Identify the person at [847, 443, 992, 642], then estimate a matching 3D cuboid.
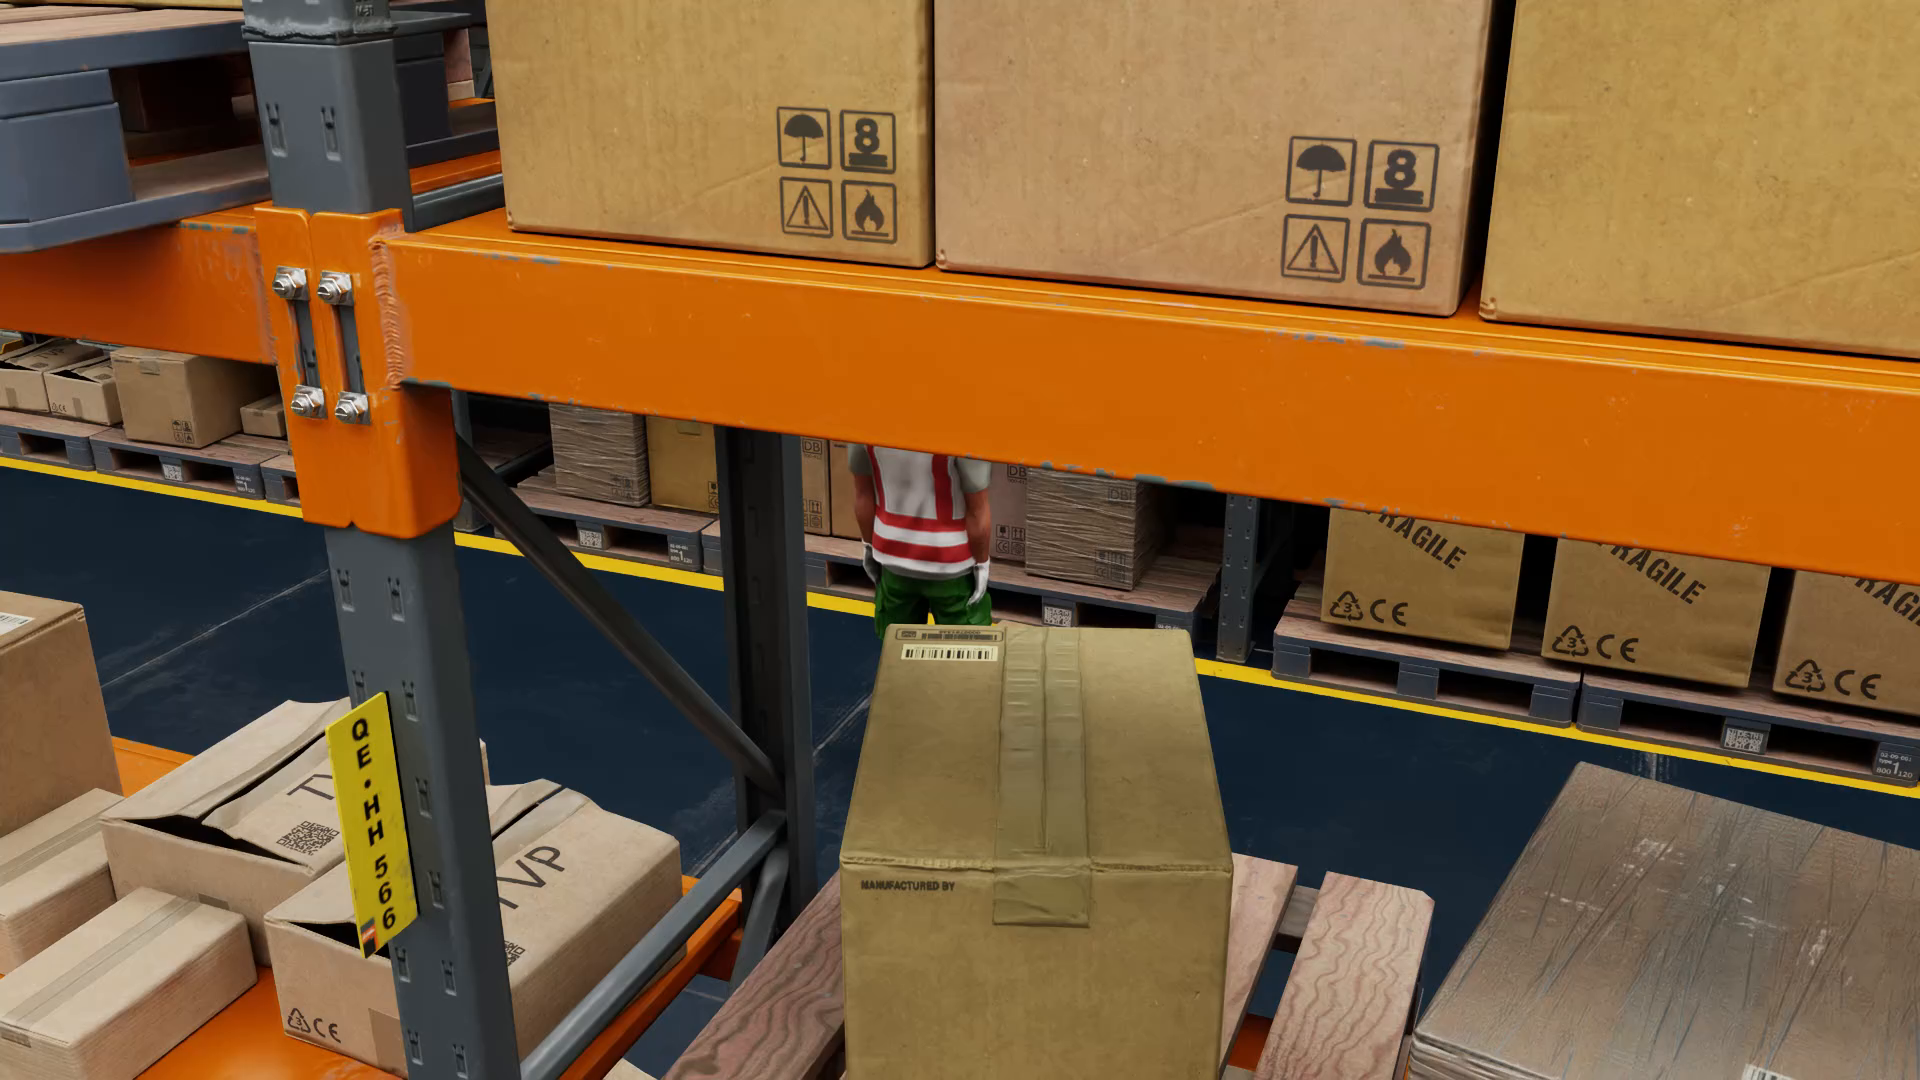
[{"bbox_3d":[-0.122,0.077,5.879,0.527,1.780,0.344,9,24,21],"label":"person"}]
